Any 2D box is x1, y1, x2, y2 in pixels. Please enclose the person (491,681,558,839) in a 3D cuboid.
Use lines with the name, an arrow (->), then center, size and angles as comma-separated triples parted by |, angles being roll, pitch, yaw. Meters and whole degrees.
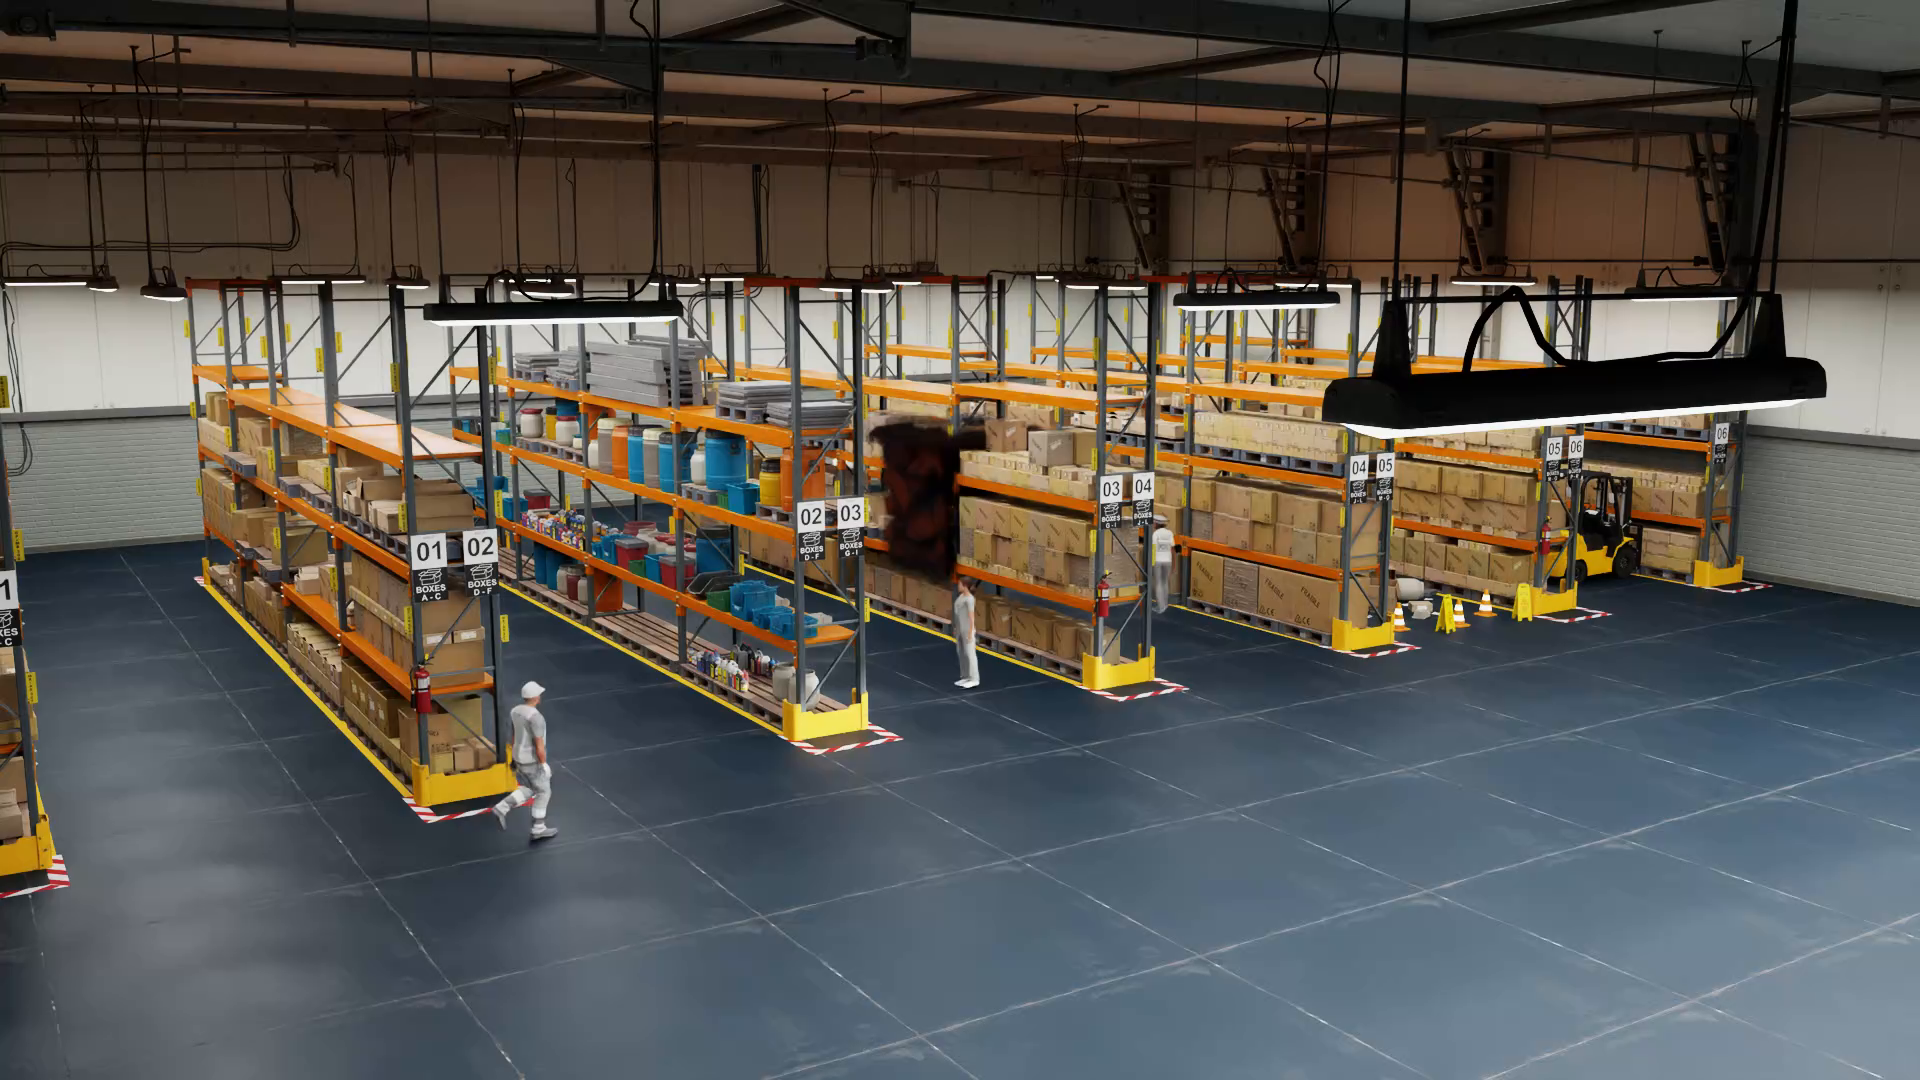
person -> -4.780, 2.427, 18.196 | 0.688, 1.763, 0.606 | -6, 11, -32

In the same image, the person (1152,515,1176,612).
person -> 3.483, 0.440, 28.784 | 0.497, 1.754, 0.615 | -1, 10, -7

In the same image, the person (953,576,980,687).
person -> 0.088, 1.377, 24.856 | 0.372, 1.709, 0.555 | -4, 10, -23

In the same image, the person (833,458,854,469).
person -> -2.903, -1.483, 41.450 | 0.620, 1.770, 0.386 | -8, 13, -40
